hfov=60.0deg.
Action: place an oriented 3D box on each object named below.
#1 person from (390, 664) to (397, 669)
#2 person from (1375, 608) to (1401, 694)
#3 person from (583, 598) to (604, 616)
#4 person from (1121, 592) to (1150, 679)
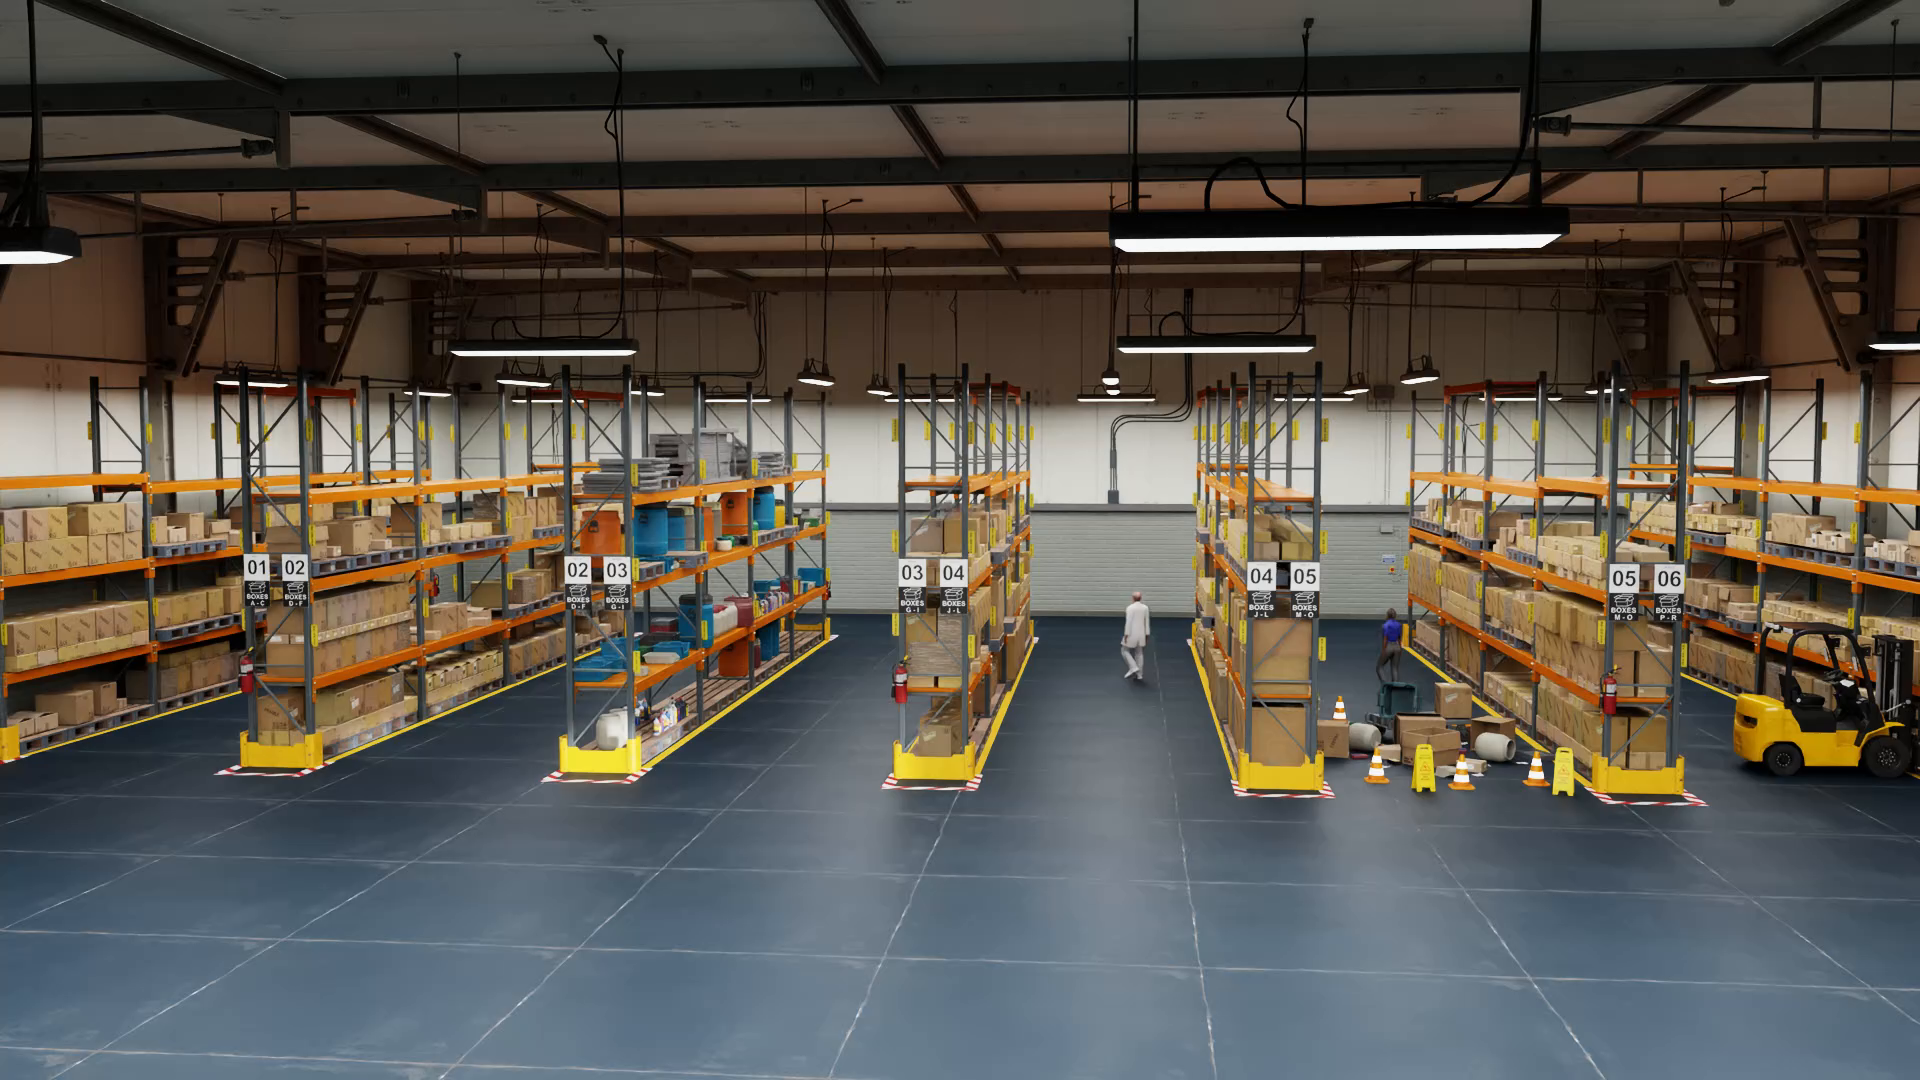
[{"bbox_3d":[-11.478,2.005,33.239,0.658,1.757,0.668,0,4,-6],"label":"person"},{"bbox_3d":[8.234,2.142,31.818,0.482,1.679,0.425,-2,4,-23],"label":"person"},{"bbox_3d":[-9.429,1.337,43.791,1.107,1.645,0.504,0,4,2],"label":"person"},{"bbox_3d":[3.598,1.940,33.845,0.638,1.779,0.539,-2,4,-30],"label":"person"}]
